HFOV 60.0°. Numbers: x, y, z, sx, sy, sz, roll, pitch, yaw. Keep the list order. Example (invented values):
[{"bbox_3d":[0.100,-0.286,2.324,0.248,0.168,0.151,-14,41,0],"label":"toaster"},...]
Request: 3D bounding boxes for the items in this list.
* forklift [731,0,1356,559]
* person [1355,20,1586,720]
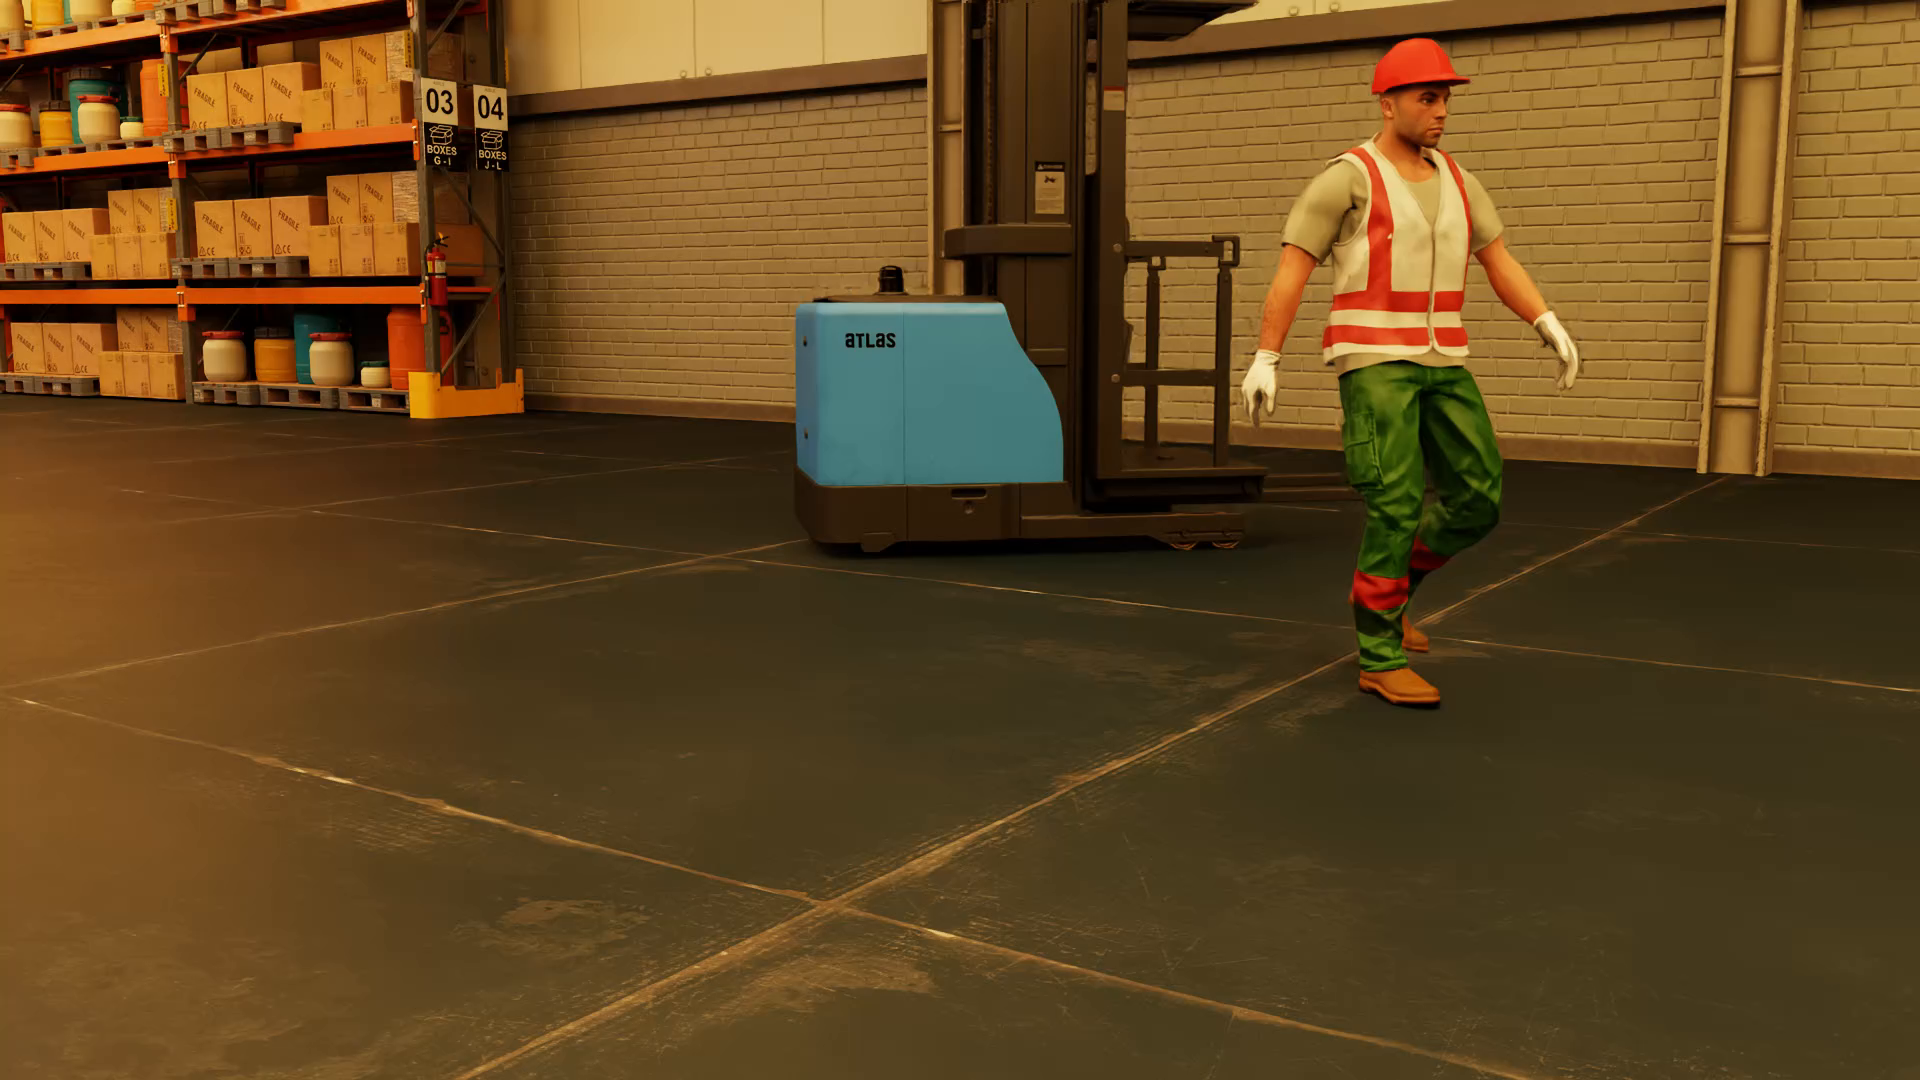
[{"bbox_3d":[0.500,-1.496,7.710,3.031,2.935,1.130,-4,9,-29],"label":"forklift"},{"bbox_3d":[1.317,-0.422,4.332,0.615,1.792,0.467,-3,9,-21],"label":"person"}]
